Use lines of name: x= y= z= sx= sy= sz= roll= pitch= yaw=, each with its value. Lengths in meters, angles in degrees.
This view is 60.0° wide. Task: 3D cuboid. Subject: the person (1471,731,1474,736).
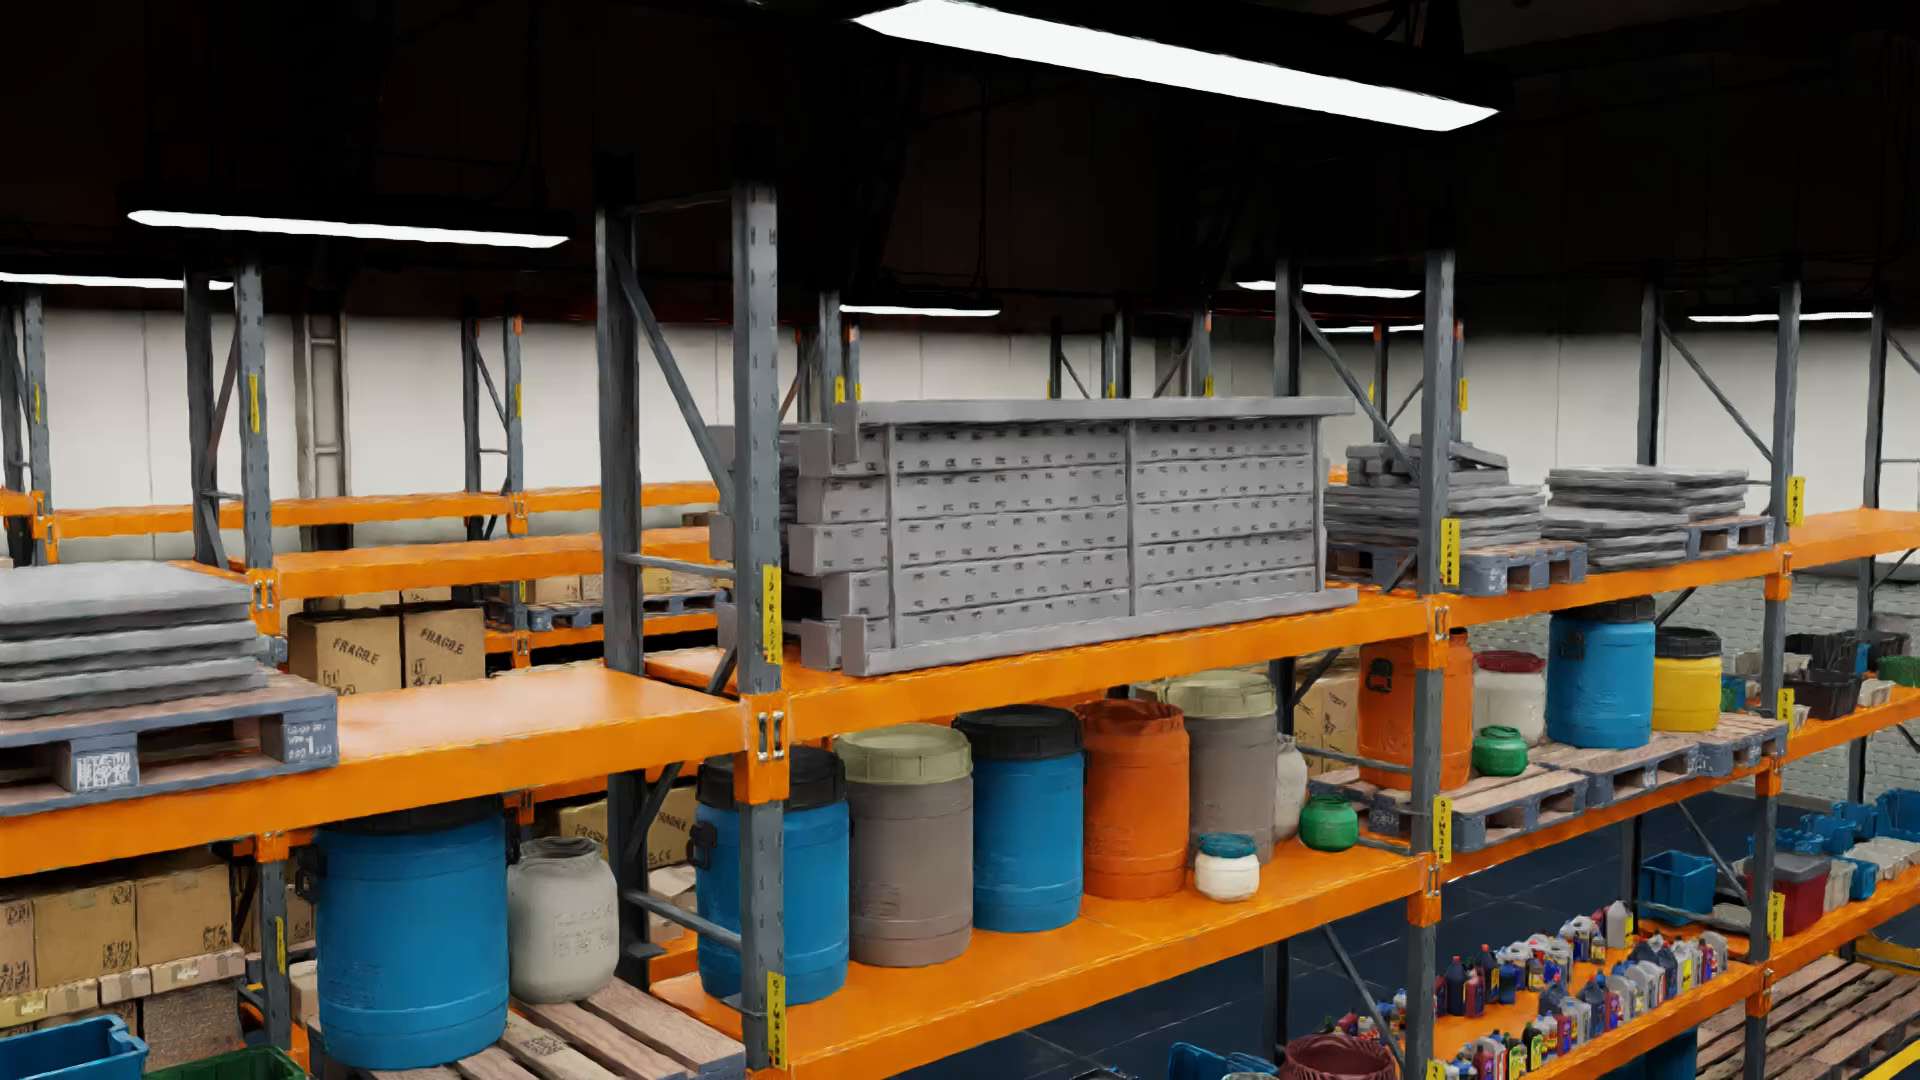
person: x=5.609 y=2.512 z=18.534 sx=0.746 sy=1.776 sz=0.547 roll=-1 pitch=5 yaw=-8
